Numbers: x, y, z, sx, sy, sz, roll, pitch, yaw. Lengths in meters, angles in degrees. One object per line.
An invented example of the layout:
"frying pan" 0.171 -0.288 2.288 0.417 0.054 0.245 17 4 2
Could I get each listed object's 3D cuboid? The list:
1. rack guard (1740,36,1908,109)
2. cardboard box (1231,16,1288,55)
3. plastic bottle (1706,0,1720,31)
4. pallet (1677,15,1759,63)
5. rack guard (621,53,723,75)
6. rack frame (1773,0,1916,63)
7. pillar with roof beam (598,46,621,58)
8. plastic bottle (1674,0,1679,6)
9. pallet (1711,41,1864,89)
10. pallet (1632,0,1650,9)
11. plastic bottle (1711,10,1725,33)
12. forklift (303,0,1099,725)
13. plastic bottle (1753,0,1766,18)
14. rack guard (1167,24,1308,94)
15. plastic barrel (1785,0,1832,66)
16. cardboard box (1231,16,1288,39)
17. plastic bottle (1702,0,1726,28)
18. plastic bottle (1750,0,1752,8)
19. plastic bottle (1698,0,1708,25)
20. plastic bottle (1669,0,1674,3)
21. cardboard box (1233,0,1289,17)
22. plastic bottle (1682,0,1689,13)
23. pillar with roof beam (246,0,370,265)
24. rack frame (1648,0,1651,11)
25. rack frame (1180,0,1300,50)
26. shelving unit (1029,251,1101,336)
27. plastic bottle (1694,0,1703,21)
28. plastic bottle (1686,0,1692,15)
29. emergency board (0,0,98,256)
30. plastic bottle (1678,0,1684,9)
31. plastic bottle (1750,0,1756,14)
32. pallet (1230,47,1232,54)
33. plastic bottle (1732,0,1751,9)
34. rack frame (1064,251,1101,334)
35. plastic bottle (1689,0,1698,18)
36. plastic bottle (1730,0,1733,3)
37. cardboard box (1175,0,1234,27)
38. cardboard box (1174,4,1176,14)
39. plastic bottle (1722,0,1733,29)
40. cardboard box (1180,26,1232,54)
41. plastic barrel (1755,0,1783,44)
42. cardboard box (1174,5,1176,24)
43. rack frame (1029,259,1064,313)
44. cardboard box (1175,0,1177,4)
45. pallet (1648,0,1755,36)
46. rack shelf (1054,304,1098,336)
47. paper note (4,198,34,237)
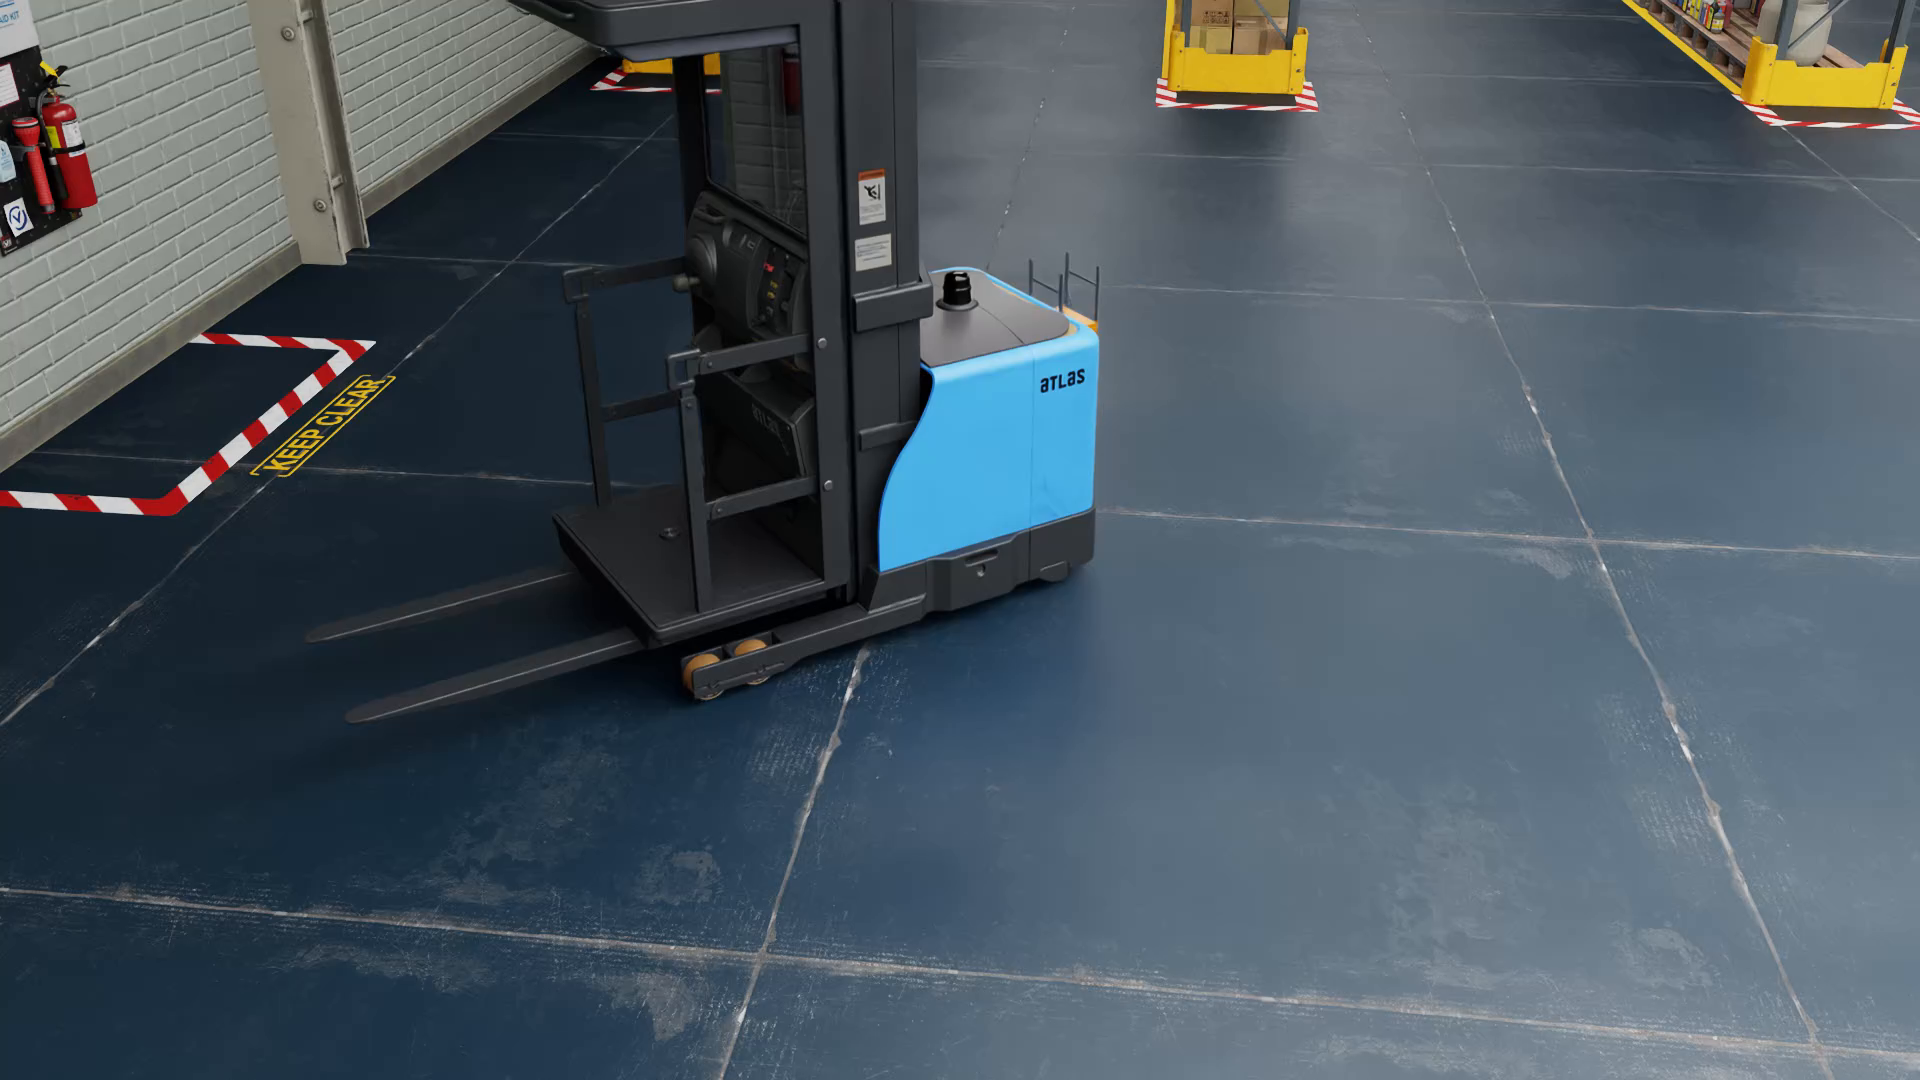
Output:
"rack guard" 7.294 -3.958 14.070 1.175 0.500 0.348 3 28 6
"cardboard box" 2.703 -4.523 14.940 0.500 0.250 0.500 3 28 6
"plastic bottle" 7.118 -4.964 15.701 0.061 0.283 0.133 4 29 7
"pallet" 7.551 -4.786 15.910 1.003 0.211 1.213 3 28 6
"rack guard" -2.491 -4.531 15.133 1.175 0.500 0.348 3 28 6
"rack frame" 7.332 -5.020 13.405 1.000 3.000 0.127 3 28 6
"pillar with roof beam" 0.999 -8.366 13.292 9.100 9.000 0.400 3 28 6
"plastic bottle" 7.311 -5.574 16.764 0.144 0.351 0.185 4 29 8
"pallet" 7.399 -4.213 14.847 1.003 0.211 1.213 3 28 6
"pallet" 7.880 -6.047 18.252 1.003 0.211 1.213 3 28 6
"plastic bottle" 7.122 -4.872 15.617 0.097 0.201 0.097 0 28 0
"forklift" -0.961 -0.986 5.989 3.031 2.935 1.130 -16 32 -28
"plastic bottle" 7.836 -5.268 16.266 0.061 0.283 0.133 3 28 6
"rack guard" 2.413 -4.198 14.515 1.175 0.500 0.348 3 28 6
"plastic barrel" 7.337 -4.424 14.479 0.421 0.512 0.421 0 28 0
"cardboard box" 2.760 -4.759 15.377 0.500 0.250 0.500 3 28 6
"plastic bottle" 7.180 -5.022 15.816 0.152 0.276 0.135 4 29 7
"plastic bottle" 8.005 -5.520 16.663 0.144 0.351 0.185 2 28 4
"plastic bottle" 7.197 -5.087 15.937 0.152 0.276 0.135 3 28 5
"plastic bottle" 7.335 -5.619 16.925 0.152 0.276 0.135 4 29 8
"cardboard box" 2.762 -5.089 15.199 0.500 0.500 0.500 3 28 6
"plastic bottle" 7.226 -5.381 16.475 0.061 0.283 0.133 5 29 8
"pillar with roof beam" 0.264 -5.542 8.049 9.100 9.000 0.400 3 28 6
"rack frame" 7.822 -6.903 16.900 1.000 3.000 0.127 3 28 6
"rack frame" 2.416 -5.310 13.943 1.000 3.000 0.127 3 28 6
"shelving unit" 0.430 -0.611 7.118 0.189 1.200 0.258 -16 32 -28
"plastic bottle" 7.213 -5.198 16.065 0.144 0.351 0.185 5 29 8
"plastic bottle" 7.230 -5.288 16.389 0.097 0.201 0.097 0 28 0
"emergency board" -4.349 -1.990 7.781 0.194 1.169 0.643 3 28 6
"plastic bottle" 7.288 -5.486 16.599 0.144 0.351 0.185 2 28 4
"plastic bottle" 7.861 -5.332 16.385 0.061 0.283 0.133 3 28 6
"pallet" 2.468 -4.444 15.277 1.003 0.211 1.213 3 28 6
"plastic bottle" 7.855 -5.484 16.674 0.152 0.276 0.135 3 28 6
"rack frame" 0.508 -0.633 7.161 0.006 1.200 0.240 -16 32 -28
"plastic bottle" 7.236 -5.285 16.227 0.144 0.351 0.185 3 28 6
"plastic bottle" 7.886 -5.619 16.846 0.144 0.351 0.185 3 28 6
"cardboard box" 2.187 -4.884 14.818 0.500 0.500 0.500 3 28 6
"cardboard box" 2.297 -5.025 15.871 0.500 0.250 0.500 3 28 6
"plastic bottle" 7.285 -5.019 15.803 0.061 0.283 0.133 3 28 6
"cardboard box" 2.189 -4.554 14.996 0.500 0.250 0.500 3 28 6
"plastic barrel" 7.398 -4.660 14.917 0.421 0.512 0.421 0 28 0
"cardboard box" 2.238 -4.790 15.434 0.500 0.250 0.500 3 28 6
"rack frame" 0.353 -0.588 7.076 0.006 1.200 0.240 -16 32 -28
"cardboard box" 2.295 -5.355 15.694 0.500 0.500 0.500 3 28 6
"pallet" 7.698 -5.361 16.979 1.003 0.211 1.213 3 28 6
"rack shelf" 0.430 -0.888 6.968 0.180 0.103 0.258 -16 32 -28
"paper note" -4.439 -1.523 7.843 0.016 0.148 0.142 3 28 6
